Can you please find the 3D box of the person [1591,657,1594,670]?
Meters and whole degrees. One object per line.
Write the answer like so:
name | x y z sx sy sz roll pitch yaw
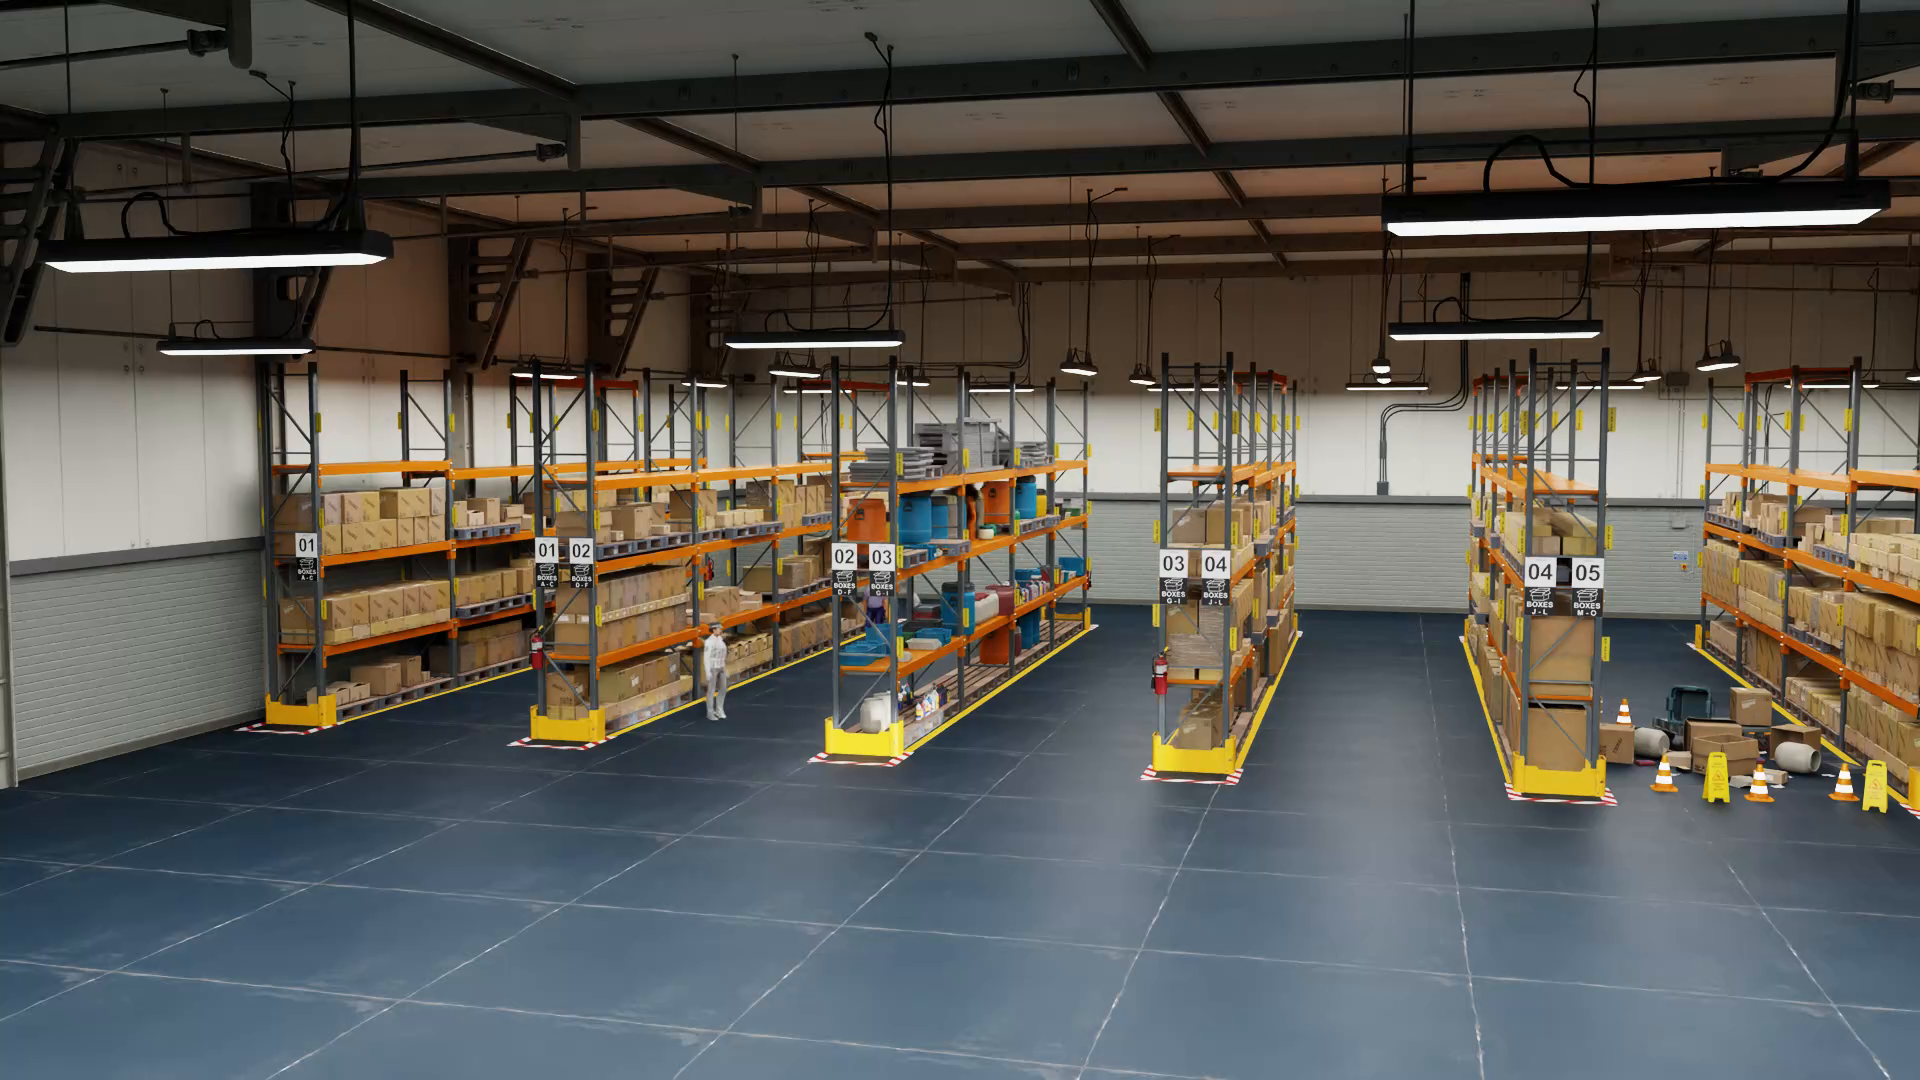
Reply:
person | 12.595 1.818 33.570 0.409 1.677 0.544 4 5 41

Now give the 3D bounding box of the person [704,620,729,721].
person | -4.139 2.226 28.123 0.337 1.756 0.572 2 5 29

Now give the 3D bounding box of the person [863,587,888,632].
person | -1.854 1.621 36.489 0.568 1.637 0.462 0 4 6

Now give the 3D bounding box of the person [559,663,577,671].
person | -7.048 2.133 29.932 0.349 1.650 0.500 3 5 37

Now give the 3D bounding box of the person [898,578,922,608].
person | -1.425 1.033 44.663 1.052 1.604 0.574 2 4 24
